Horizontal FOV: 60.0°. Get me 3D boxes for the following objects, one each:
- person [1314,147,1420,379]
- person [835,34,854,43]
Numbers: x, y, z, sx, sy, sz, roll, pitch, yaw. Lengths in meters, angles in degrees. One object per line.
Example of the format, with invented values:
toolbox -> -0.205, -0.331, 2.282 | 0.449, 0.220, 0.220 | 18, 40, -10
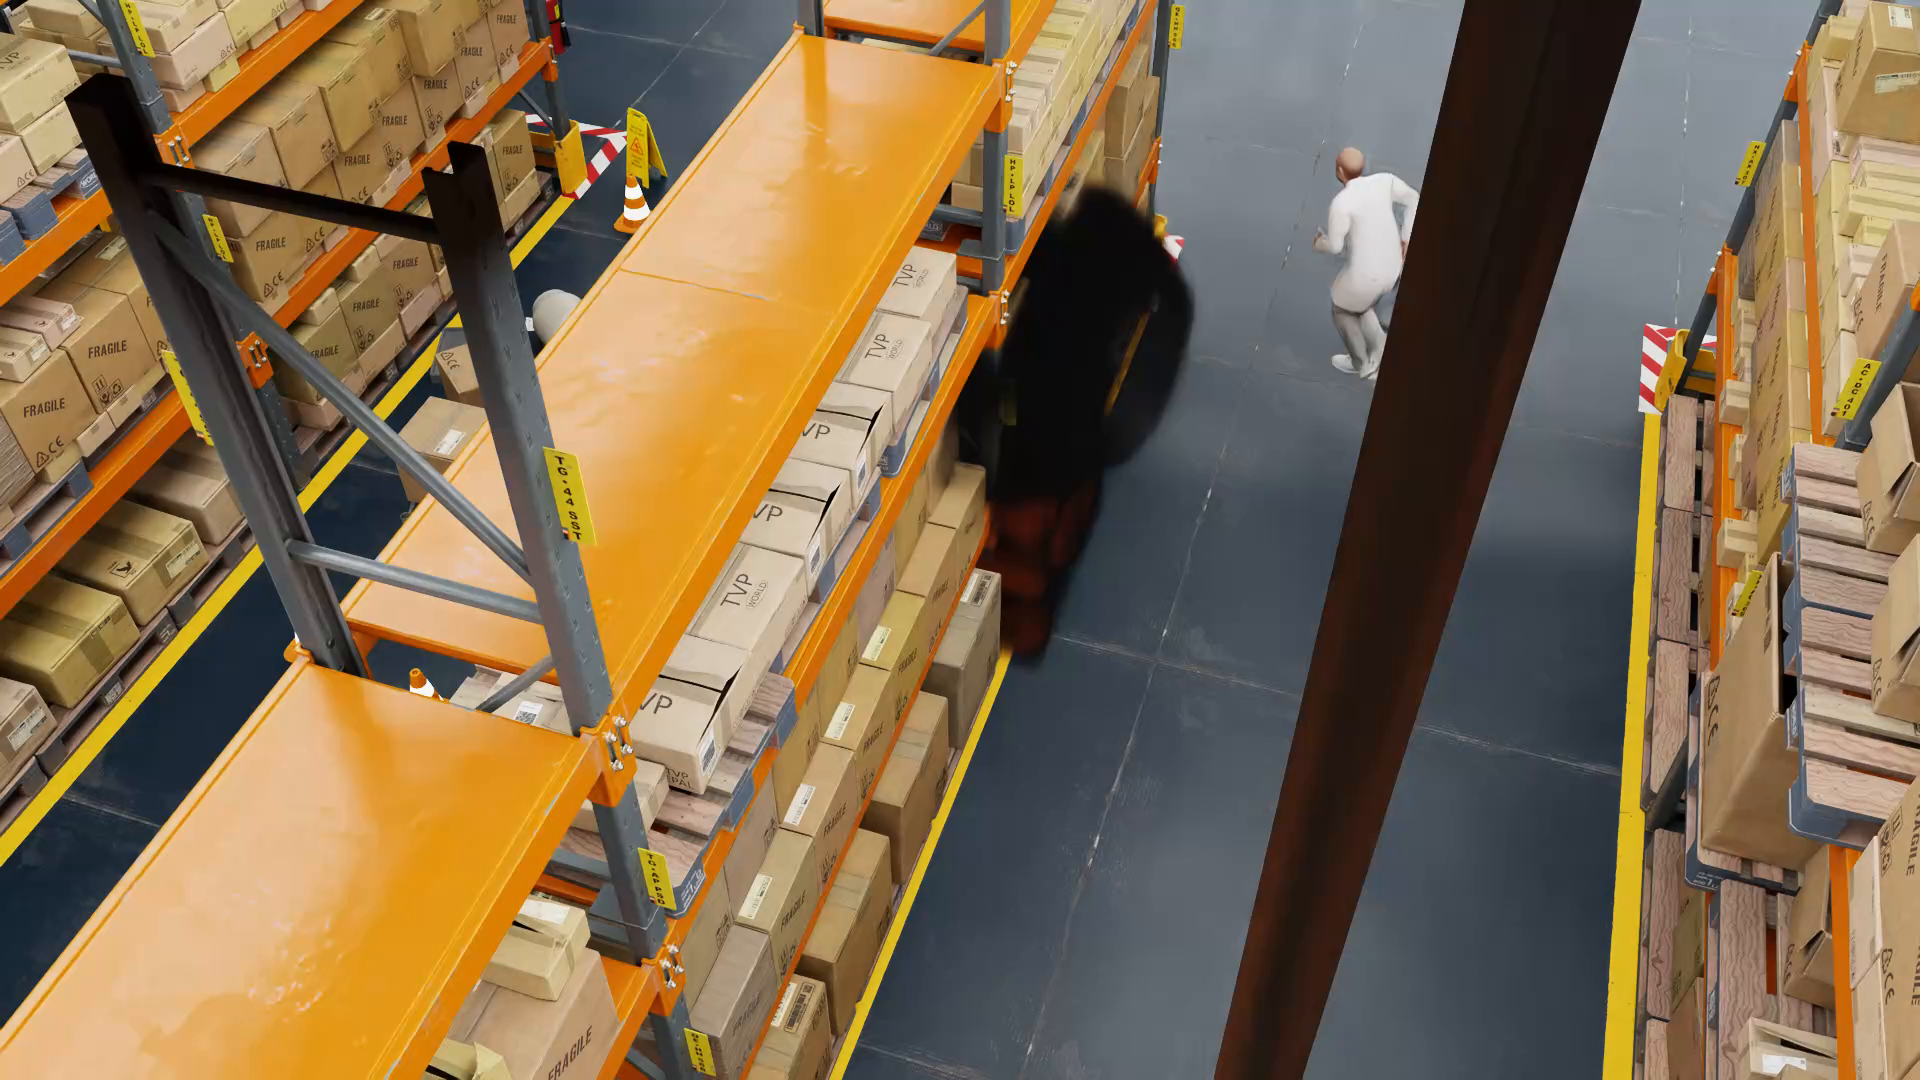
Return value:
person -> 2.813, -1.881, 11.472 | 0.738, 1.599, 0.810 | -25, 51, -22
person -> -1.142, -4.693, 14.612 | 0.515, 1.593, 0.820 | -5, 46, -5
